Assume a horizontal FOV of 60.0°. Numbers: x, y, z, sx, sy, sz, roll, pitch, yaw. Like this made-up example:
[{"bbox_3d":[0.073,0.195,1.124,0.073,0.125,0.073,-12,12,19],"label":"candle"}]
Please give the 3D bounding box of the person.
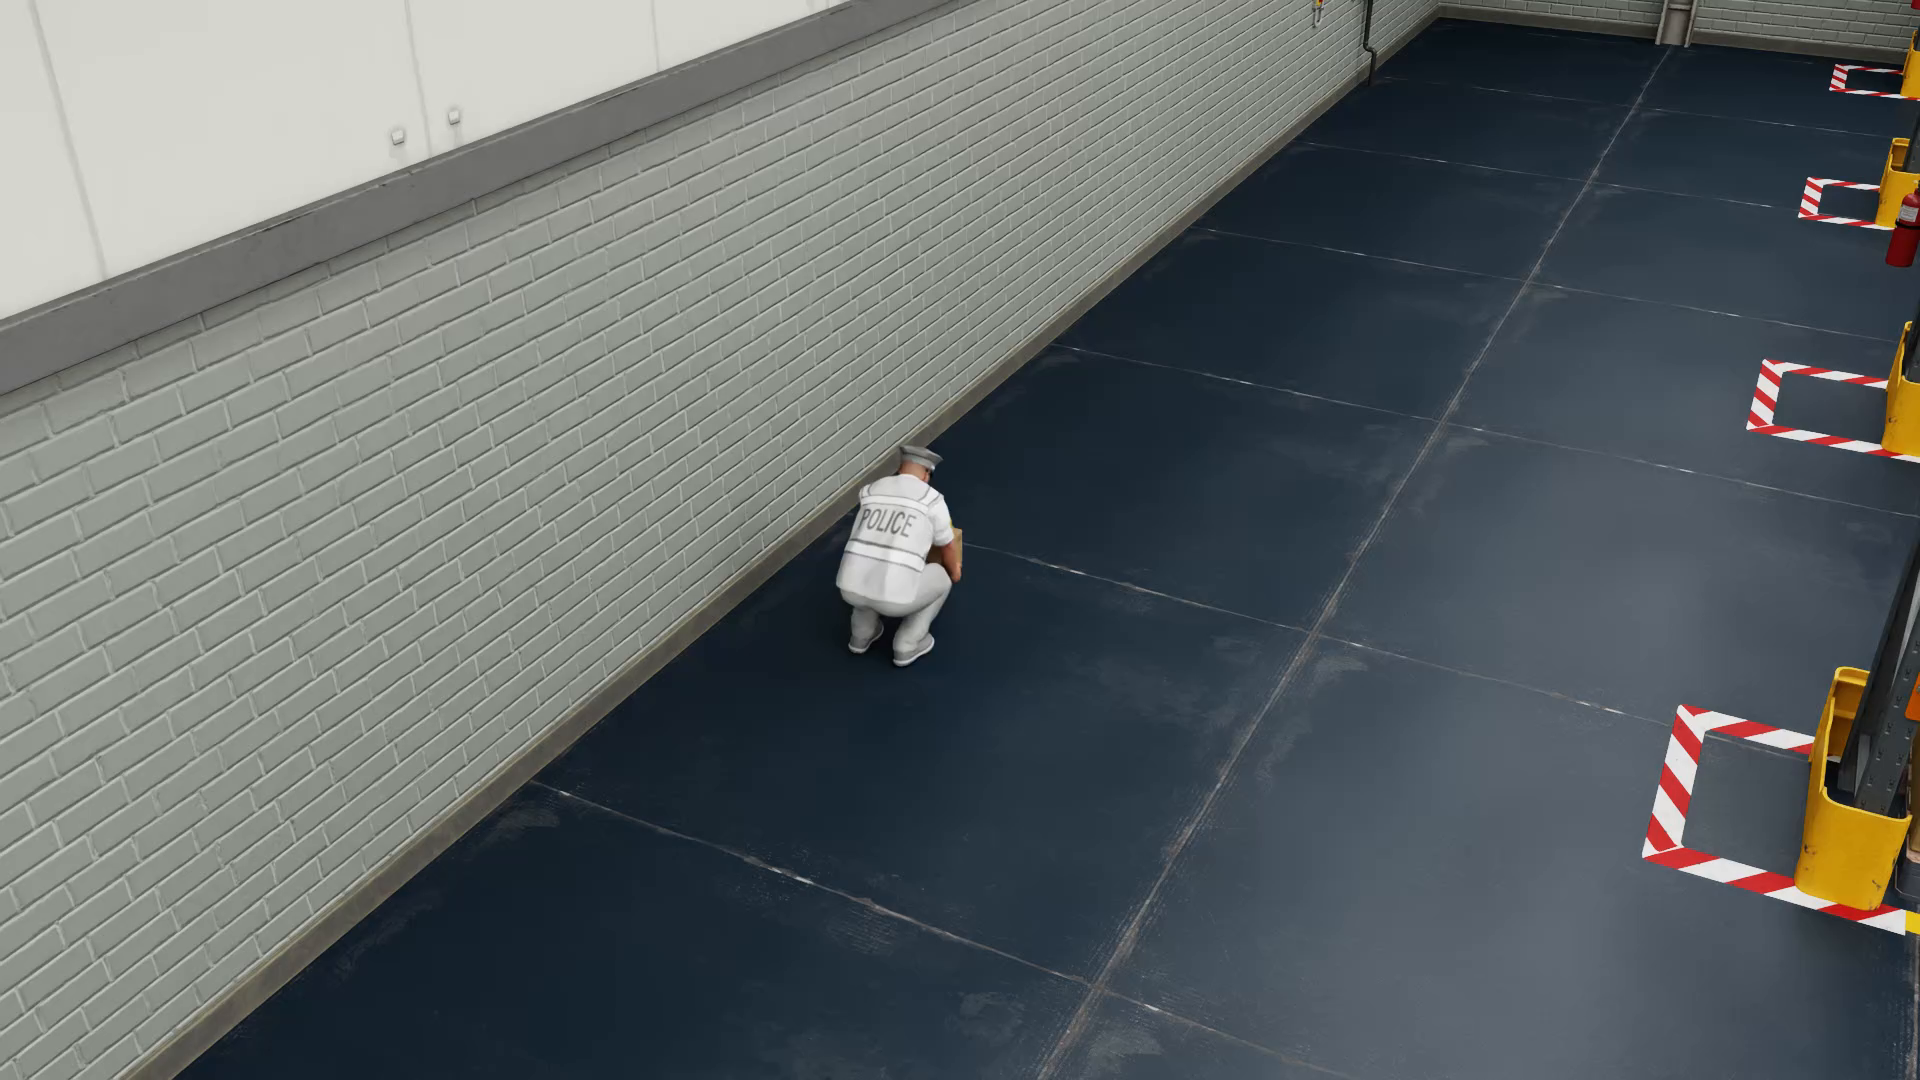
[{"bbox_3d":[-0.323,0.082,8.892,0.534,1.022,0.925,14,33,22],"label":"person"}]
